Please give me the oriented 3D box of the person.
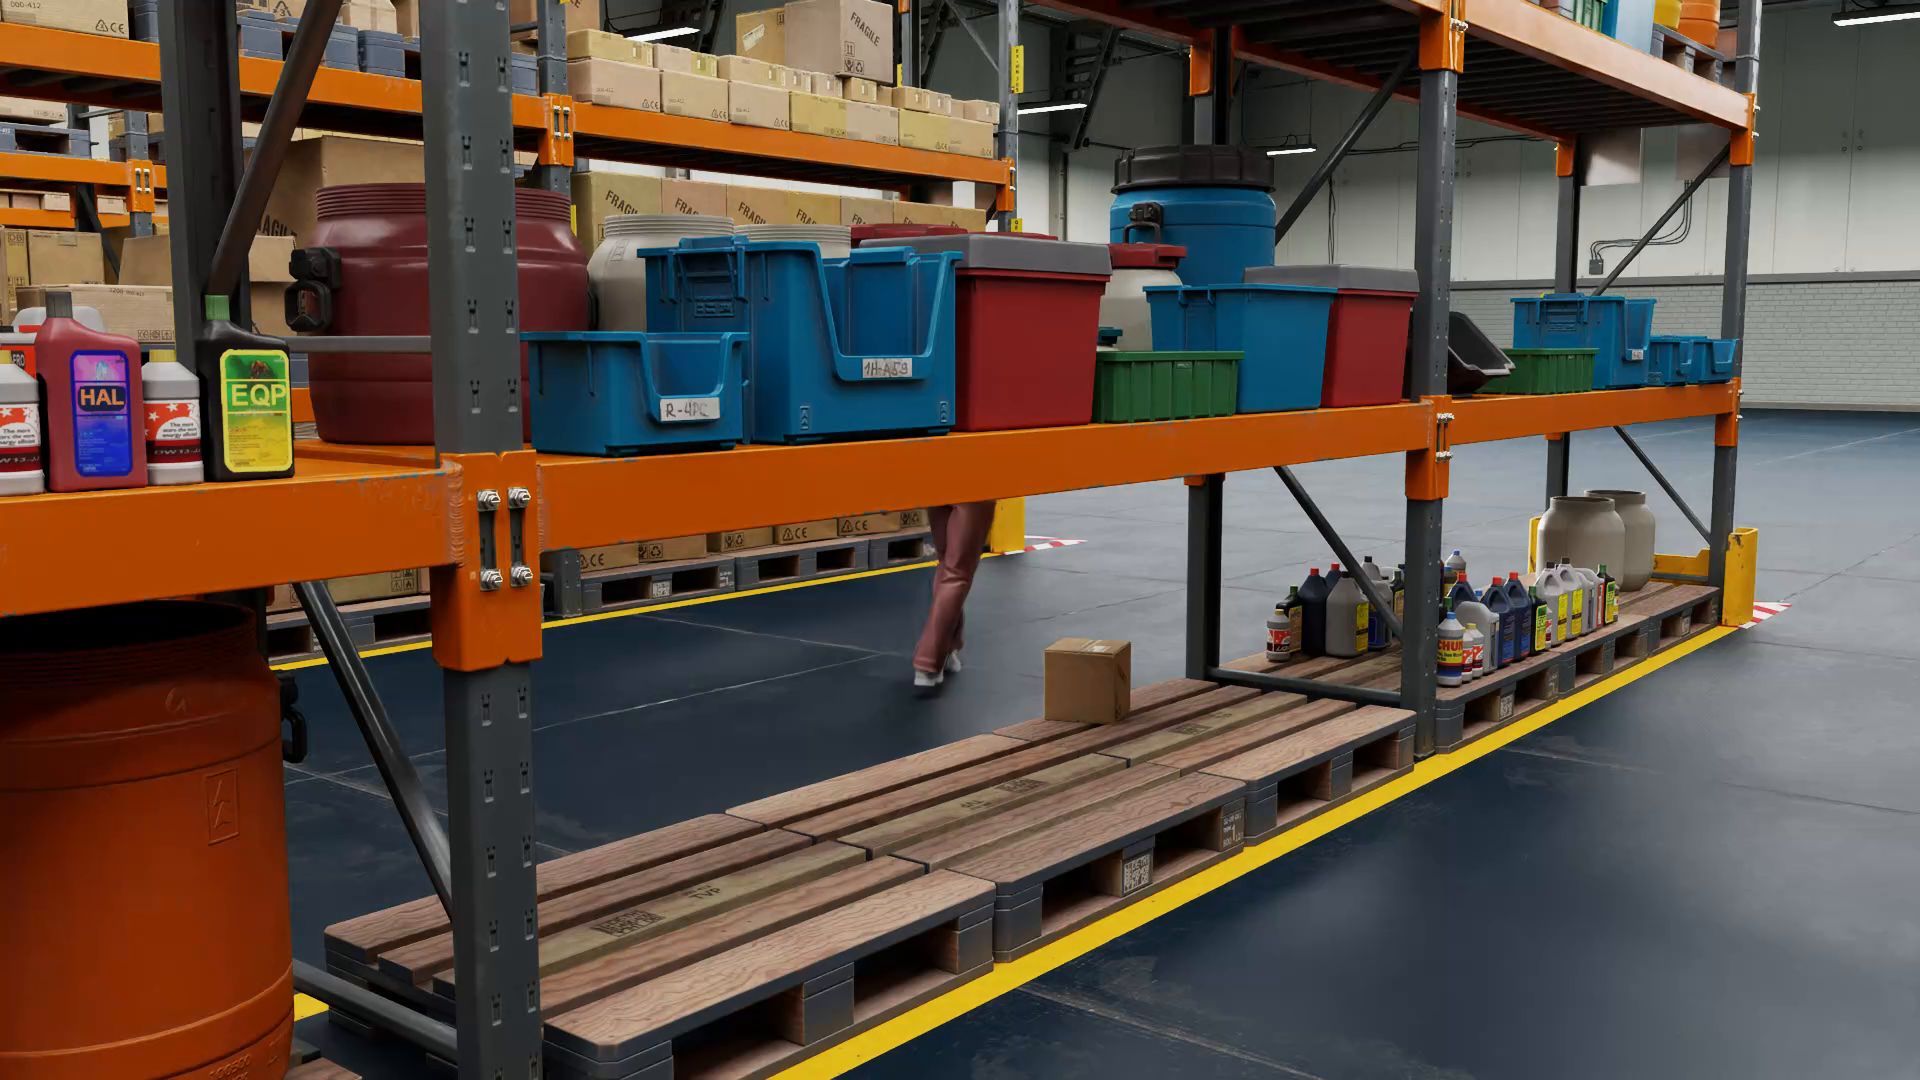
[{"bbox_3d":[-0.009,-0.176,7.317,0.552,1.682,0.716,3,7,25],"label":"person"}]
